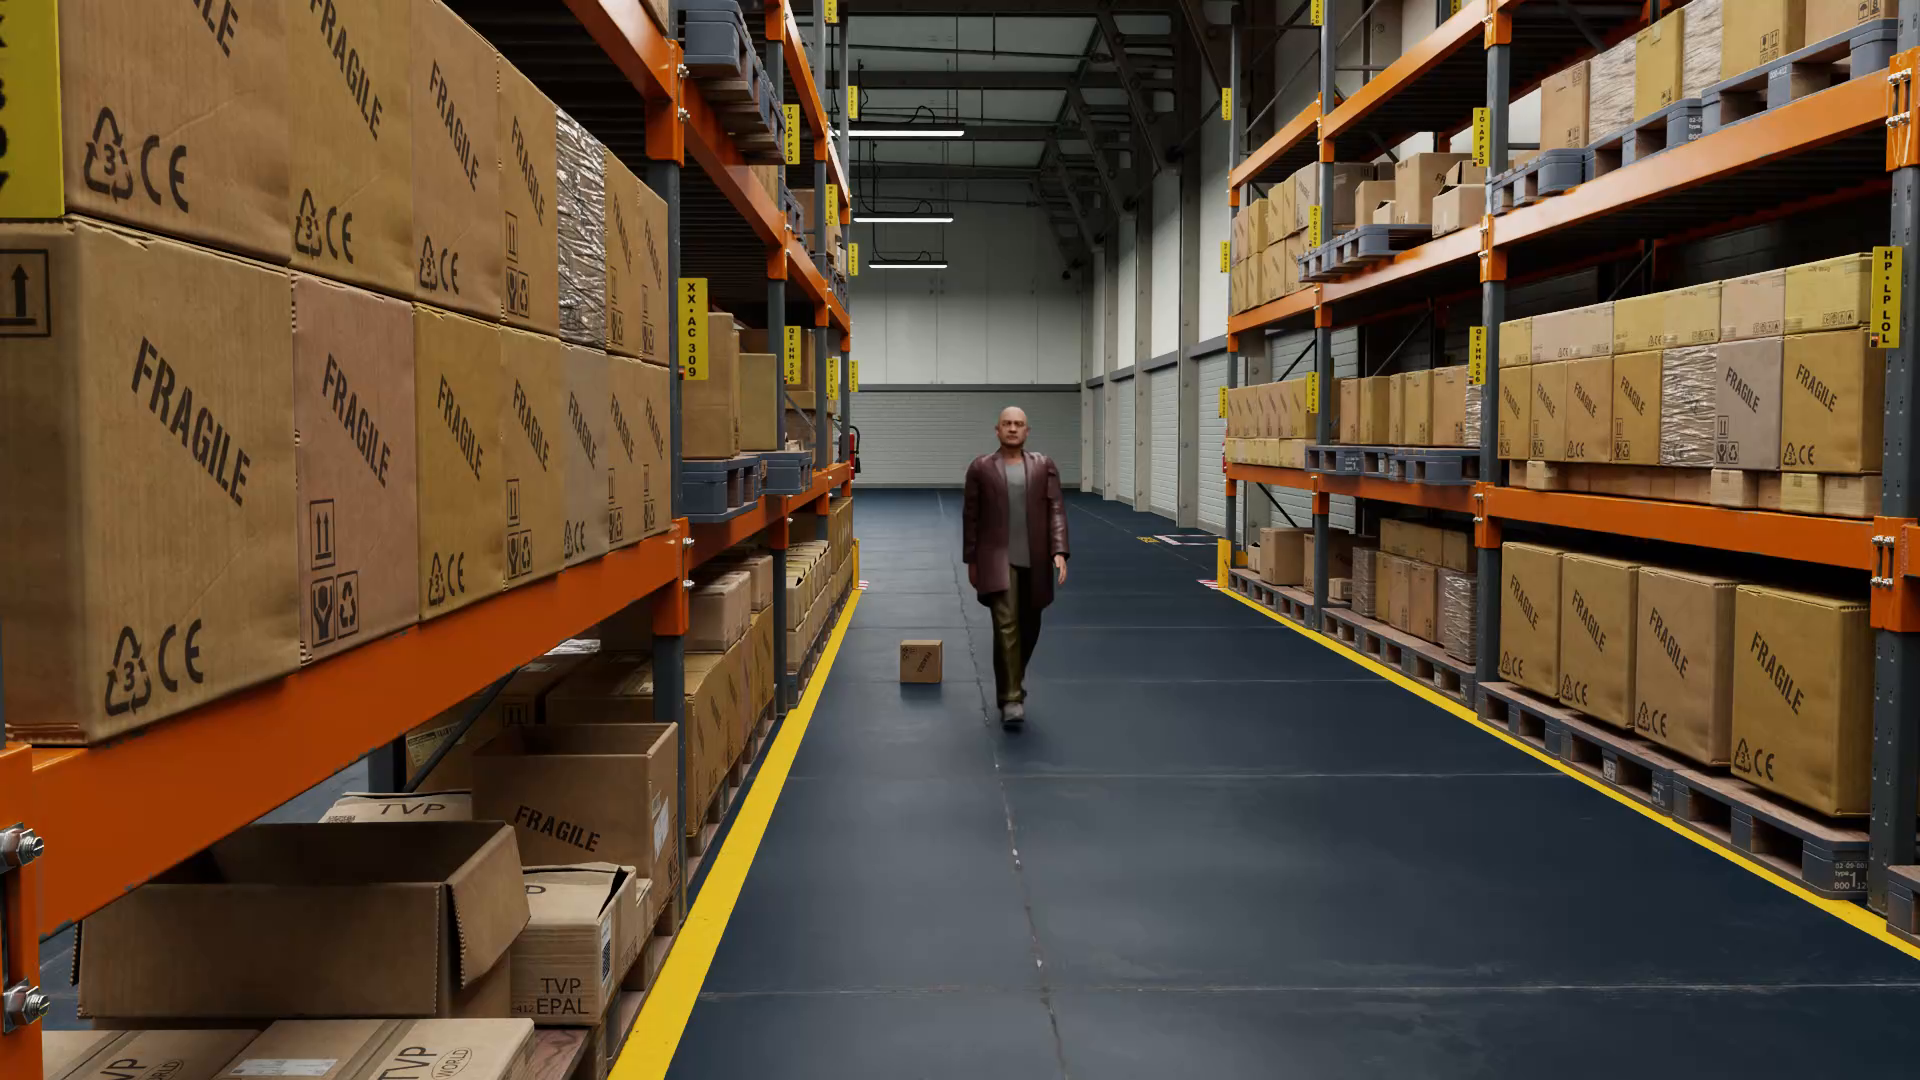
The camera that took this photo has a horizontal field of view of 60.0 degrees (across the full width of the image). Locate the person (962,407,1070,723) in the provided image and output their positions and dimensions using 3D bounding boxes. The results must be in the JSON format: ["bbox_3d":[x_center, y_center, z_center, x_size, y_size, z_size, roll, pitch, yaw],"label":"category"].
[{"bbox_3d":[0.318,0.117,9.359,0.565,1.732,1.100,-1,4,-11],"label":"person"}]
